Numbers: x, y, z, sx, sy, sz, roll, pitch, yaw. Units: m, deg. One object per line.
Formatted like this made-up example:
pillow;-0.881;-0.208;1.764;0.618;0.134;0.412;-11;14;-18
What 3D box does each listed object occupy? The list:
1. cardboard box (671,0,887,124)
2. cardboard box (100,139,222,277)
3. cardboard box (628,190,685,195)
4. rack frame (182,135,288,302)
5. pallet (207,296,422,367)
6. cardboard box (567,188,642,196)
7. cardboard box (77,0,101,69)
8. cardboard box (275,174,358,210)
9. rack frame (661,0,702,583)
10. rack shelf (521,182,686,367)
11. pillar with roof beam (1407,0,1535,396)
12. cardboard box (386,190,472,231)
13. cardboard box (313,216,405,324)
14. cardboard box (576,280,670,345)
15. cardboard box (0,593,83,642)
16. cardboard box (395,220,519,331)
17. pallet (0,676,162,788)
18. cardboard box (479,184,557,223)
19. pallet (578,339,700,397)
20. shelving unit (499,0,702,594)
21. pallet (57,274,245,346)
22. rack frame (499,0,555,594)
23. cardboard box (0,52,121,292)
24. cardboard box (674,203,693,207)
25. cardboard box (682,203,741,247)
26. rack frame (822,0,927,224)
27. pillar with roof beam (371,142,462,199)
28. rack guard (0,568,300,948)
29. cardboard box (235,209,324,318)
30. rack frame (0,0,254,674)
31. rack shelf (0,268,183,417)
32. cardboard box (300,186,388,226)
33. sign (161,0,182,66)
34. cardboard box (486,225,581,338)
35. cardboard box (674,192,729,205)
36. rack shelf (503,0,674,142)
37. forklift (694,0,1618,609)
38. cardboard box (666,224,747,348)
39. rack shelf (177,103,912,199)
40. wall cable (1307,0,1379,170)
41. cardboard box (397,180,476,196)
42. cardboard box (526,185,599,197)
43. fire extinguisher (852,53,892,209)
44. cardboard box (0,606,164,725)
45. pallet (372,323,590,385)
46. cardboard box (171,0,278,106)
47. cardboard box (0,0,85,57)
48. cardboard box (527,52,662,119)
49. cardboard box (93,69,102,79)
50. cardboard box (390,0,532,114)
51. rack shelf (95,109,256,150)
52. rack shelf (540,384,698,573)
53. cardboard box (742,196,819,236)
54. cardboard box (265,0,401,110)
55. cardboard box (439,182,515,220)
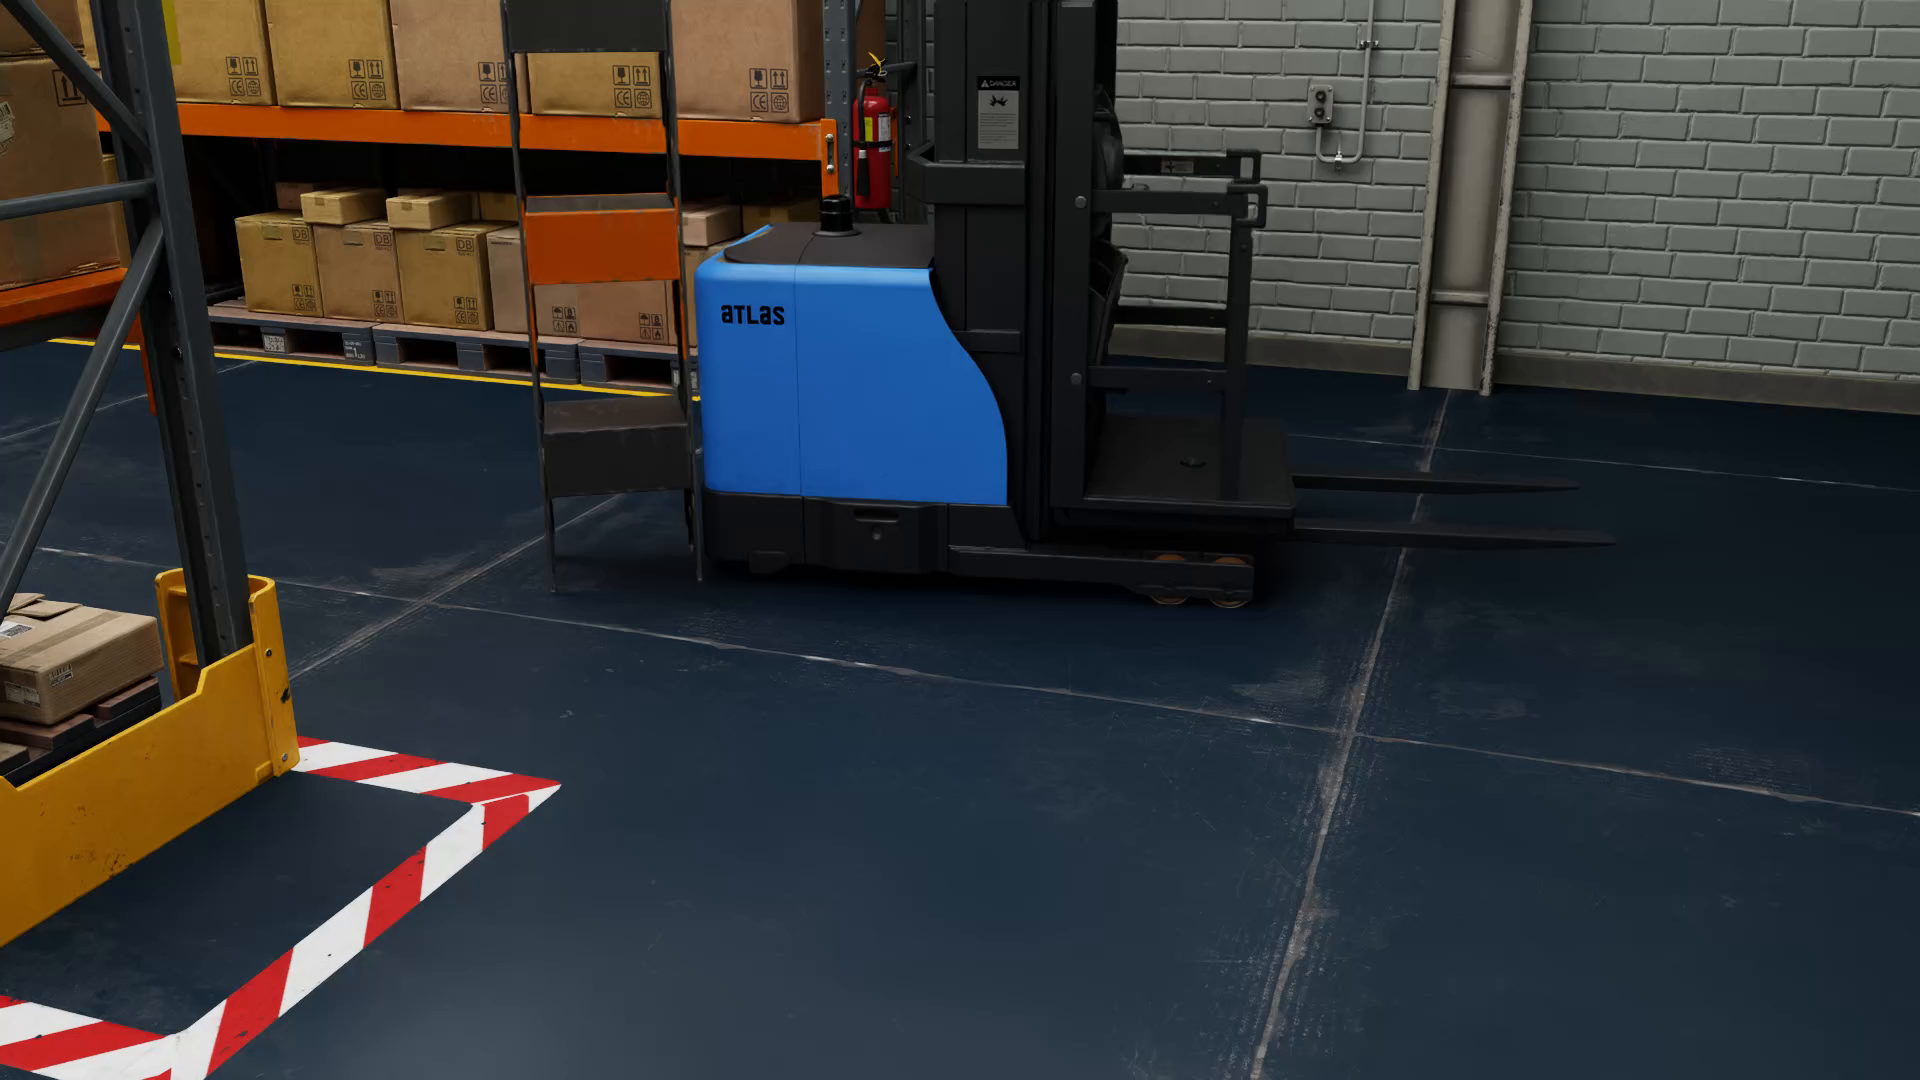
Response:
cardboard box;-0.872;-2.404;7.959;0.700;0.700;0.980;7;21;21
cardboard box;-4.823;-1.855;9.469;0.750;0.750;0.750;7;20;19
cardboard box;-1.613;-1.709;8.596;0.250;0.149;0.380;7;20;19
rack frame;-4.166;-2.642;9.098;0.127;3.000;1.000;7;20;18
pallet;-3.473;-1.219;9.252;1.213;0.211;1.003;7;20;18
cardboard box;-1.853;-1.736;8.674;0.250;0.149;0.380;7;20;19
cardboard box;-4.685;-2.811;8.948;0.500;0.500;0.500;6;20;17
cardboard box;-3.565;-1.931;9.233;0.250;0.149;0.380;6;20;18
rack frame;-0.931;-0.911;5.500;0.015;2.100;0.400;-4;20;-13
rack shelf;-1.168;-0.880;5.451;0.480;0.518;0.431;-4;20;-13
pillar with roof beam;1.034;-3.682;2.966;0.400;9.000;9.100;7;20;18
cardboard box;-2.736;-1.704;8.580;0.250;0.149;0.380;6;20;17
cardboard box;-3.020;-1.492;8.959;0.500;0.500;0.700;6;20;18
cardboard box;-1.554;-1.326;8.484;0.500;0.500;0.700;6;20;18
cardboard box;-2.528;0.282;4.347;0.250;0.166;0.380;7;20;18
cardboard box;-2.536;-1.436;8.798;0.500;0.500;0.700;7;20;19
pallet;-2.835;0.554;4.168;1.213;0.211;1.003;7;20;18
cardboard box;-2.335;-1.791;8.832;0.250;0.149;0.380;6;20;17
pallet;-1.168;-0.955;8.496;1.213;0.211;1.003;7;20;18
shelving unit;-1.168;-0.893;5.447;0.503;2.100;0.431;-4;20;-13
pallet;-4.920;-1.385;9.729;1.213;0.211;1.003;7;20;18
rack frame;-1.406;-0.874;5.394;0.015;2.100;0.400;-4;20;-13
cardboard box;-2.342;-0.846;3.795;0.500;0.500;0.500;7;20;19
cardboard box;-1.504;-1.563;8.178;0.250;0.149;0.380;7;20;20
cardboard box;-1.263;-1.536;8.099;0.250;0.149;0.380;6;20;17
rack frame;-0.387;-2.210;7.859;0.127;3.000;1.000;7;20;18
pillar with roof beam;-4.634;-4.330;4.826;0.400;9.000;9.100;7;20;18
rack guard;-2.081;0.503;3.874;0.348;0.500;1.175;7;20;18
cardboard box;-3.493;-1.547;9.118;0.500;0.500;0.700;7;20;19
rack frame;-2.010;-0.669;3.439;0.127;3.000;1.000;7;20;18
rack shelf;-3.899;-0.546;4.177;4.000;0.370;1.077;7;20;18
cardboard box;-3.230;-1.760;8.742;0.250;0.149;0.380;7;20;20
sign;-1.832;-1.247;3.781;0.005;0.325;0.100;7;20;18
cardboard box;-2.029;-1.381;8.639;0.500;0.500;0.700;6;20;16
cardboard box;-1.377;-1.682;8.518;0.250;0.149;0.380;7;20;18
rack shelf;-1.168;-1.541;5.221;0.480;0.518;0.431;-4;20;-13
forklift;0.678;-1.347;5.487;3.031;2.935;1.130;3;19;8
cardboard box;-1.081;-1.272;8.329;0.500;0.500;0.700;7;20;18
rack shelf;-2.277;-2.086;8.597;4.000;0.370;1.077;7;20;18
wall cable;1.133;-2.845;8.139;1.851;1.984;0.084;7;20;18
cardboard box;-2.817;-1.846;8.990;0.250;0.149;0.380;6;20;16
cardboard box;-2.096;-1.764;8.753;0.250;0.149;0.380;7;20;19
fire extinguisher;-0.396;-1.838;7.475;0.183;0.674;0.296;7;20;18
cardboard box;-2.292;0.317;4.272;0.250;0.149;0.380;7;20;18
pallet;-2.317;-1.088;8.876;1.213;0.211;1.003;7;20;18
cardboard box;-3.659;-2.720;8.866;0.700;0.700;0.980;7;20;19
cardboard box;-2.342;-1.319;3.631;0.500;0.500;0.500;7;20;20
cardboard box;-1.563;-2.479;8.174;0.700;0.700;0.980;6;20;18
cardboard box;-4.578;-2.481;8.989;0.250;0.149;0.380;7;20;19
cardboard box;-2.281;-2.564;8.419;0.700;0.700;0.980;6;20;15
rack shelf;-6.055;-2.518;9.837;4.000;0.370;1.077;7;20;18
rack shelf;-1.168;-0.219;5.682;0.480;0.518;0.431;-4;20;-13
cardboard box;-0.898;-1.627;8.362;0.250;0.149;0.380;7;20;18
cardboard box;-2.971;-2.639;8.635;0.700;0.700;0.980;6;20;17
cardboard box;-2.579;-1.819;8.911;0.250;0.149;0.380;7;20;19
